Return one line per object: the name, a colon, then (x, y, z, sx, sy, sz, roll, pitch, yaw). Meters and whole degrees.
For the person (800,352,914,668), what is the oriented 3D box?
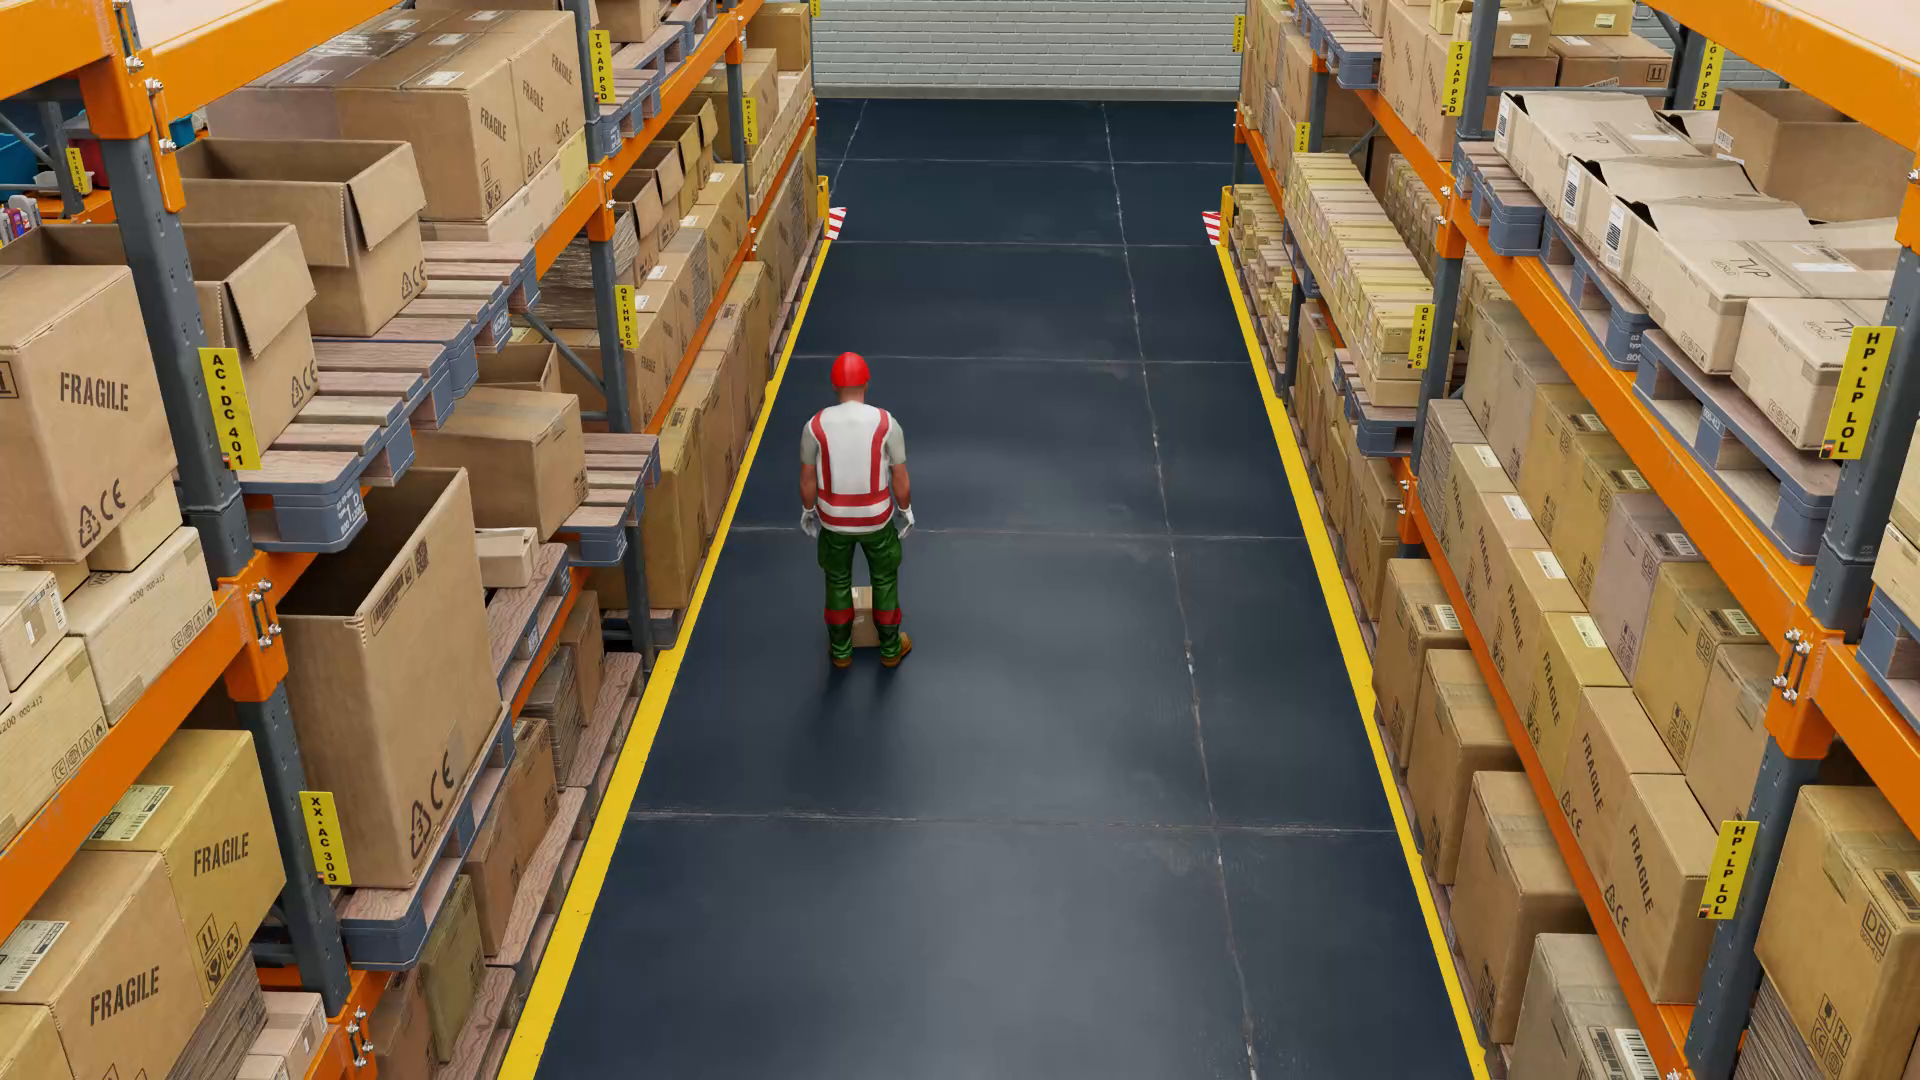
person: (-0.547, -0.137, 8.865, 0.607, 1.779, 0.451, 1, 28, 1)
